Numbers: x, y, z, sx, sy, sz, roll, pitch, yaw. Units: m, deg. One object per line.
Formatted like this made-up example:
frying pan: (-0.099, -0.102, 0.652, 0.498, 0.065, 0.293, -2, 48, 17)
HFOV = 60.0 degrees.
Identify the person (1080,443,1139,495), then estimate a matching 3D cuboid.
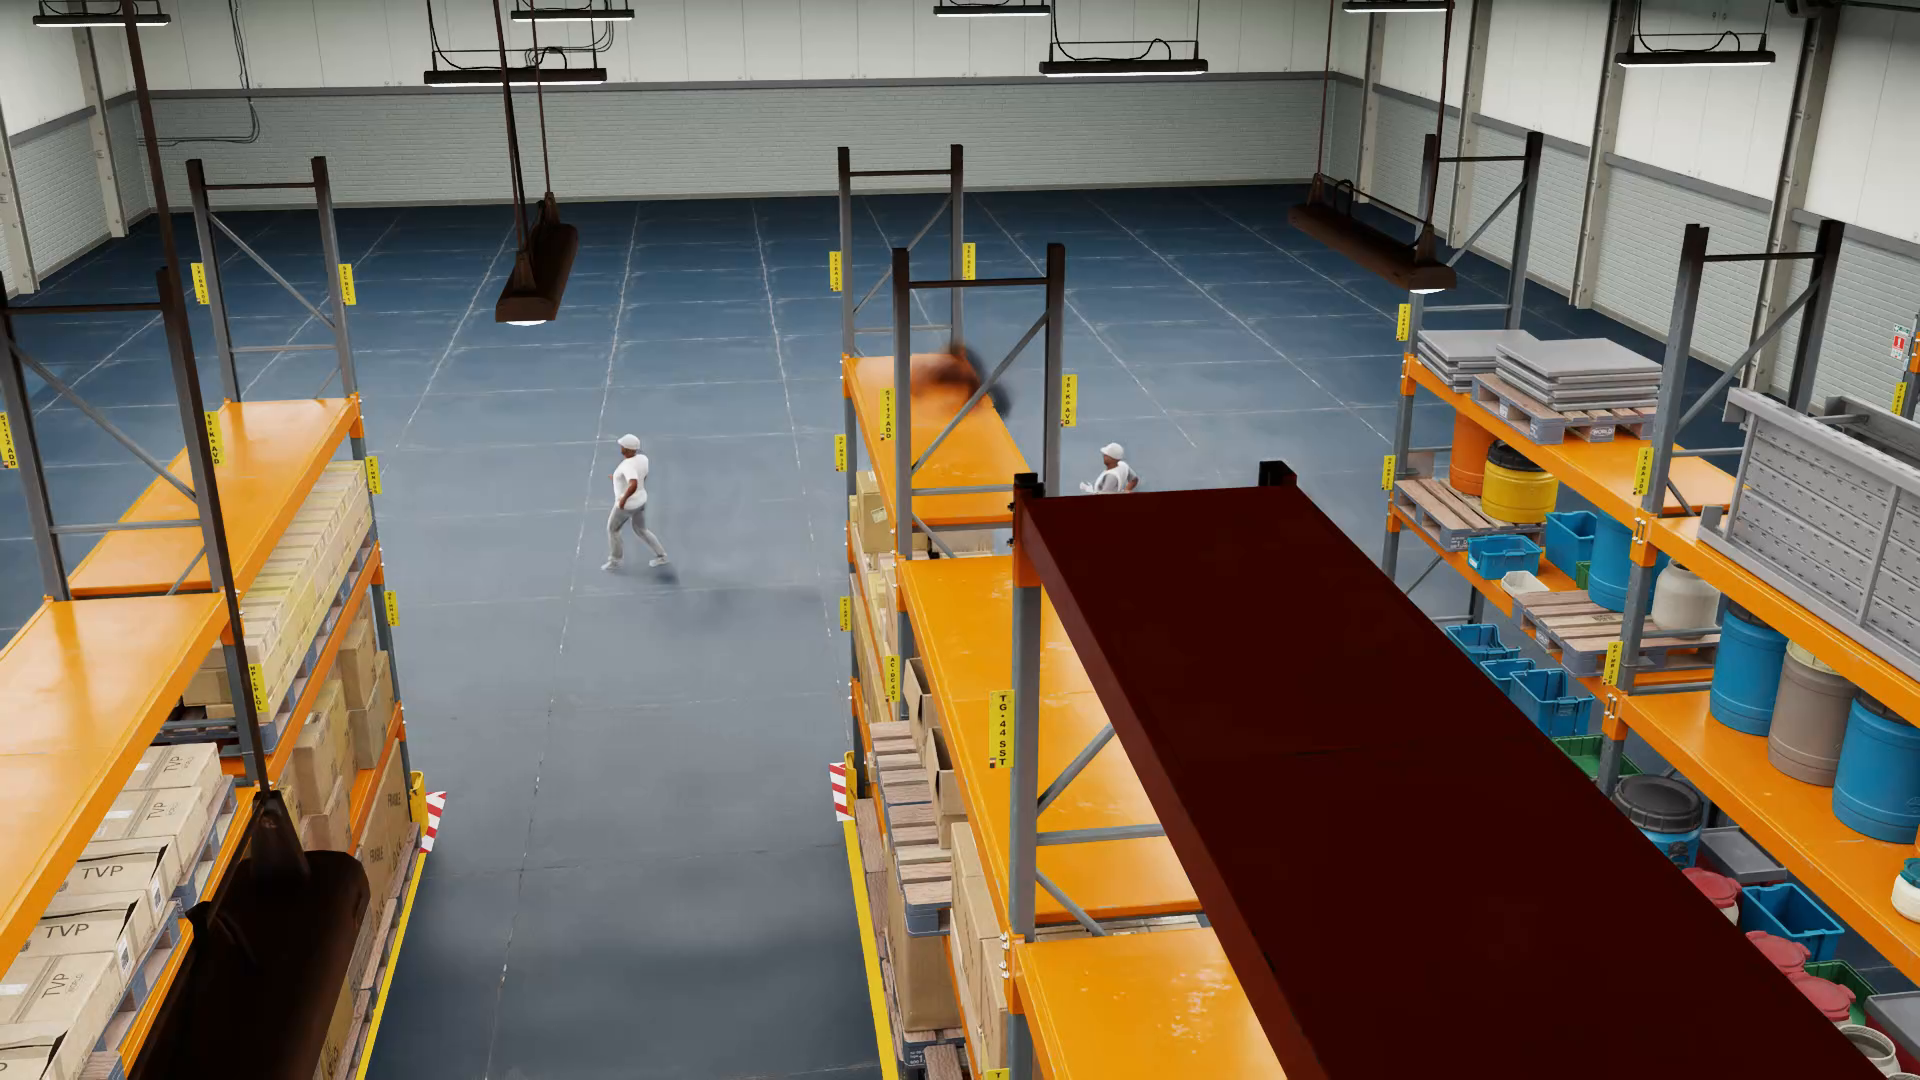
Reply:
person: (1.793, -0.315, 19.932, 0.986, 1.777, 0.679, 5, 22, 13)

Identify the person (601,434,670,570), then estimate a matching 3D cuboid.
person: (-4.038, -0.431, 20.351, 0.896, 1.784, 0.704, 10, 24, 23)
